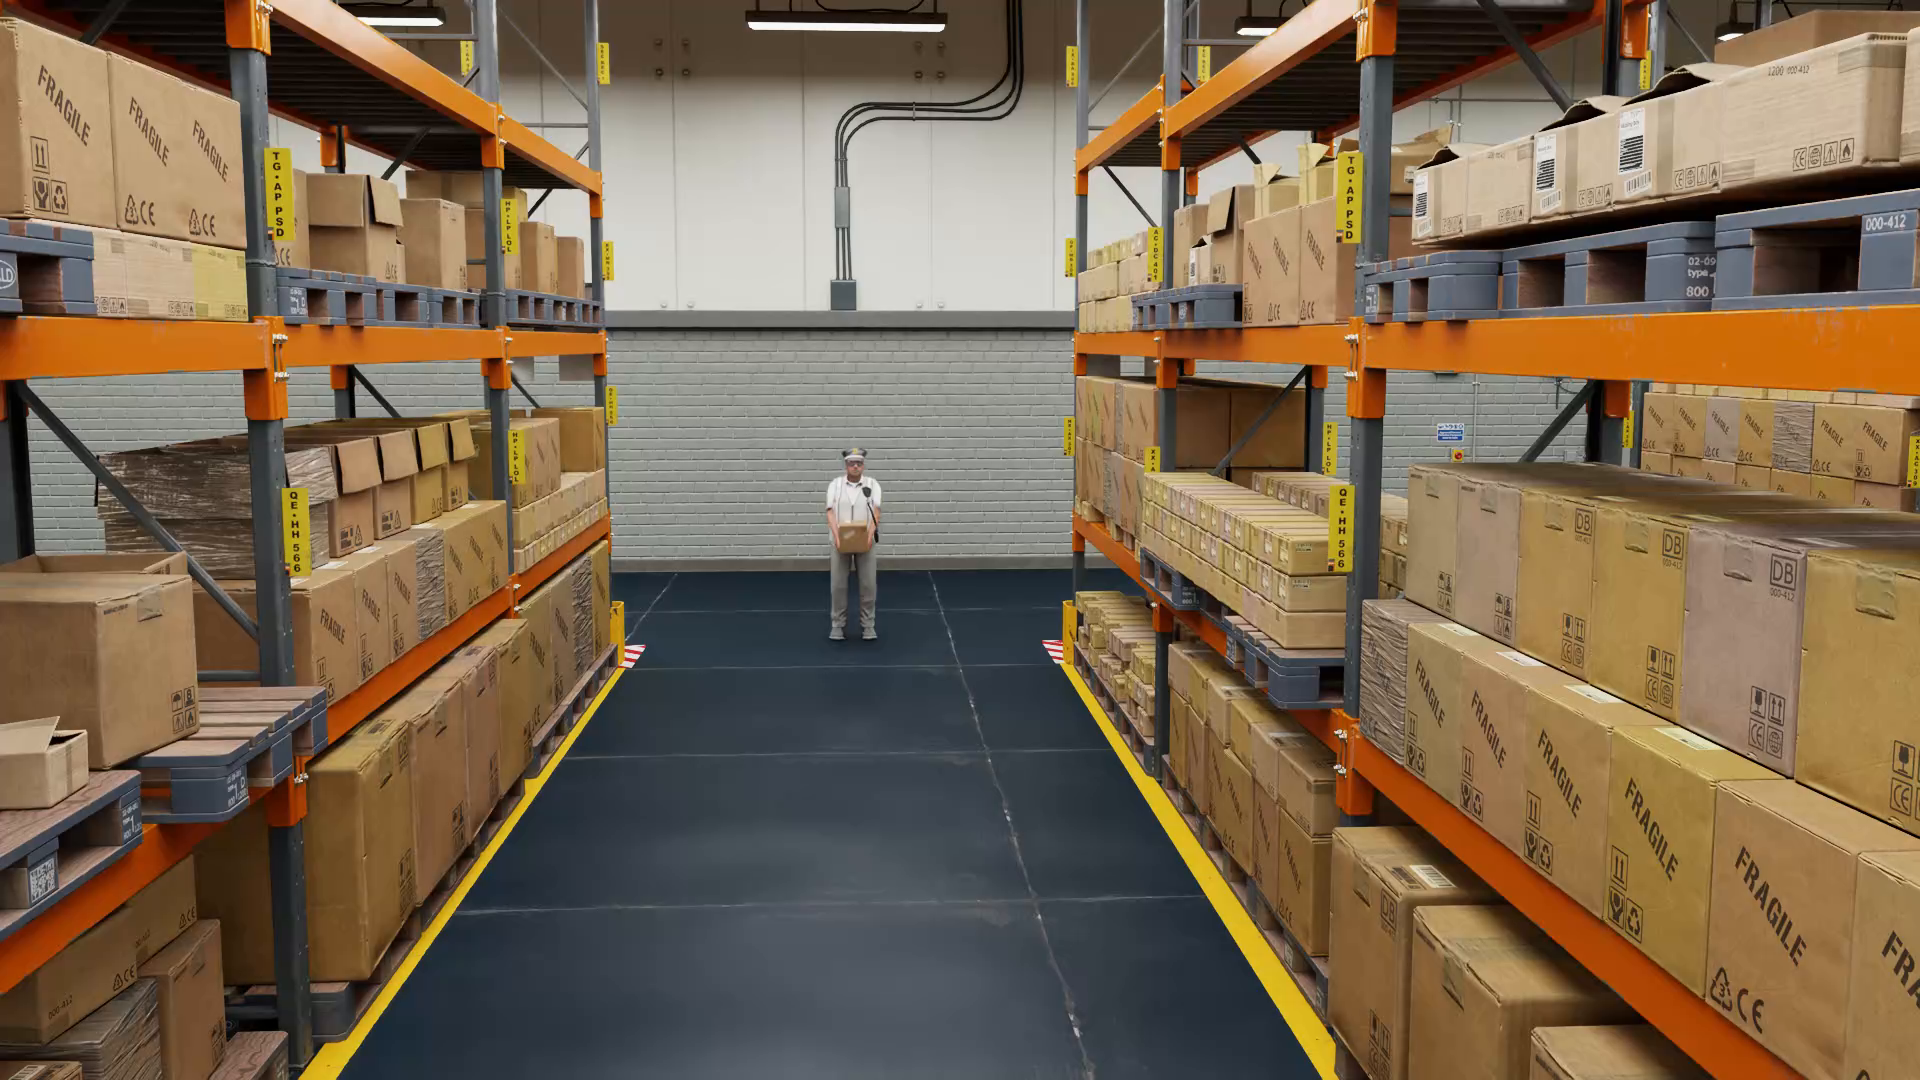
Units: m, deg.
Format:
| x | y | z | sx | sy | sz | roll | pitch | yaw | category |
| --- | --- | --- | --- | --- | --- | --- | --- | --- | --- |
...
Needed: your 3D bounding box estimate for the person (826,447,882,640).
| x | y | z | sx | sy | sz | roll | pitch | yaw | category |
| --- | --- | --- | --- | --- | --- | --- | --- | --- | --- |
| -0.974 | 0.031 | 15.333 | 0.518 | 1.775 | 0.552 | 0 | 7 | -4 | person |
